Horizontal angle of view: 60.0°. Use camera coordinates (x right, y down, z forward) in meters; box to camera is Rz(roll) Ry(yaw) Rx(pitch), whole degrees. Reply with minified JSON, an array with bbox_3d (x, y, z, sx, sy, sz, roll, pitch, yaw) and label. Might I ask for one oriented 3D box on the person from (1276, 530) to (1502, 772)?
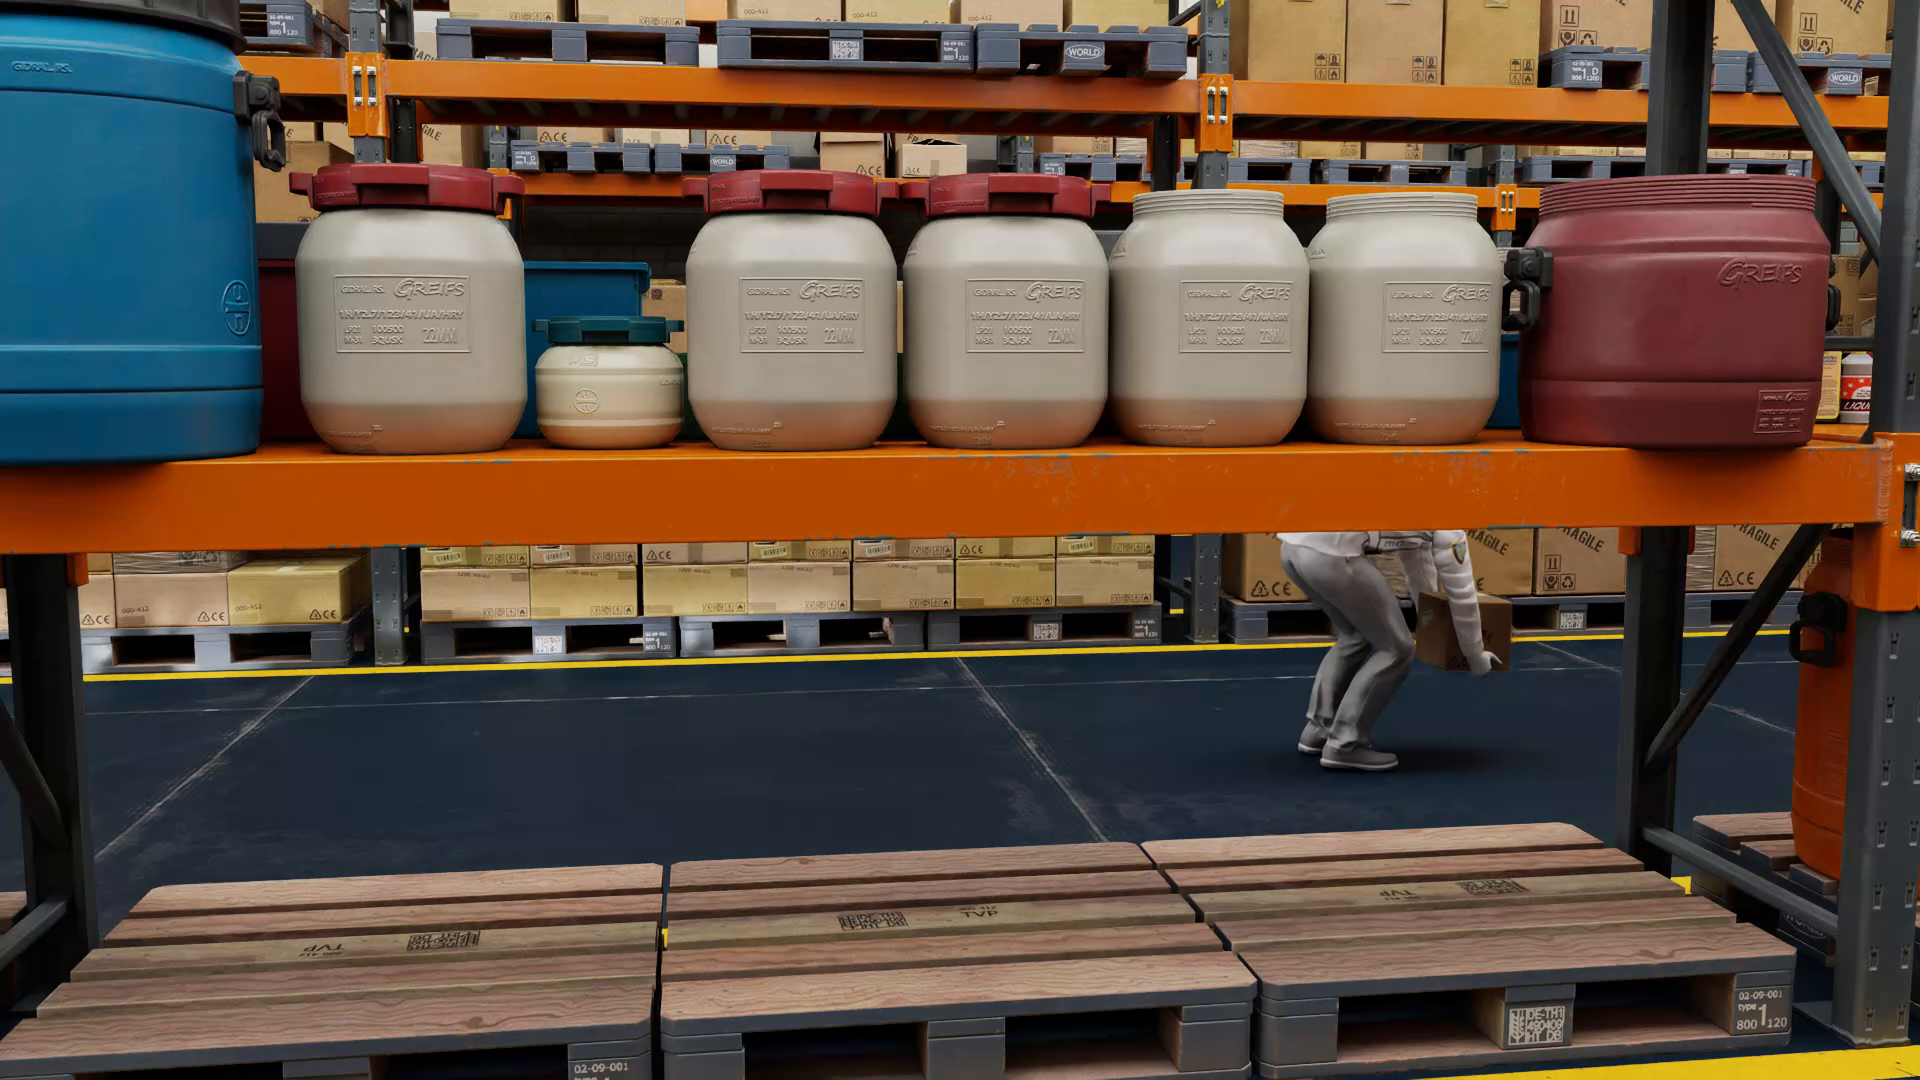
[{"bbox_3d":[1.604,0.236,6.056,0.915,1.148,0.440,-1,7,-11],"label":"person"}]
